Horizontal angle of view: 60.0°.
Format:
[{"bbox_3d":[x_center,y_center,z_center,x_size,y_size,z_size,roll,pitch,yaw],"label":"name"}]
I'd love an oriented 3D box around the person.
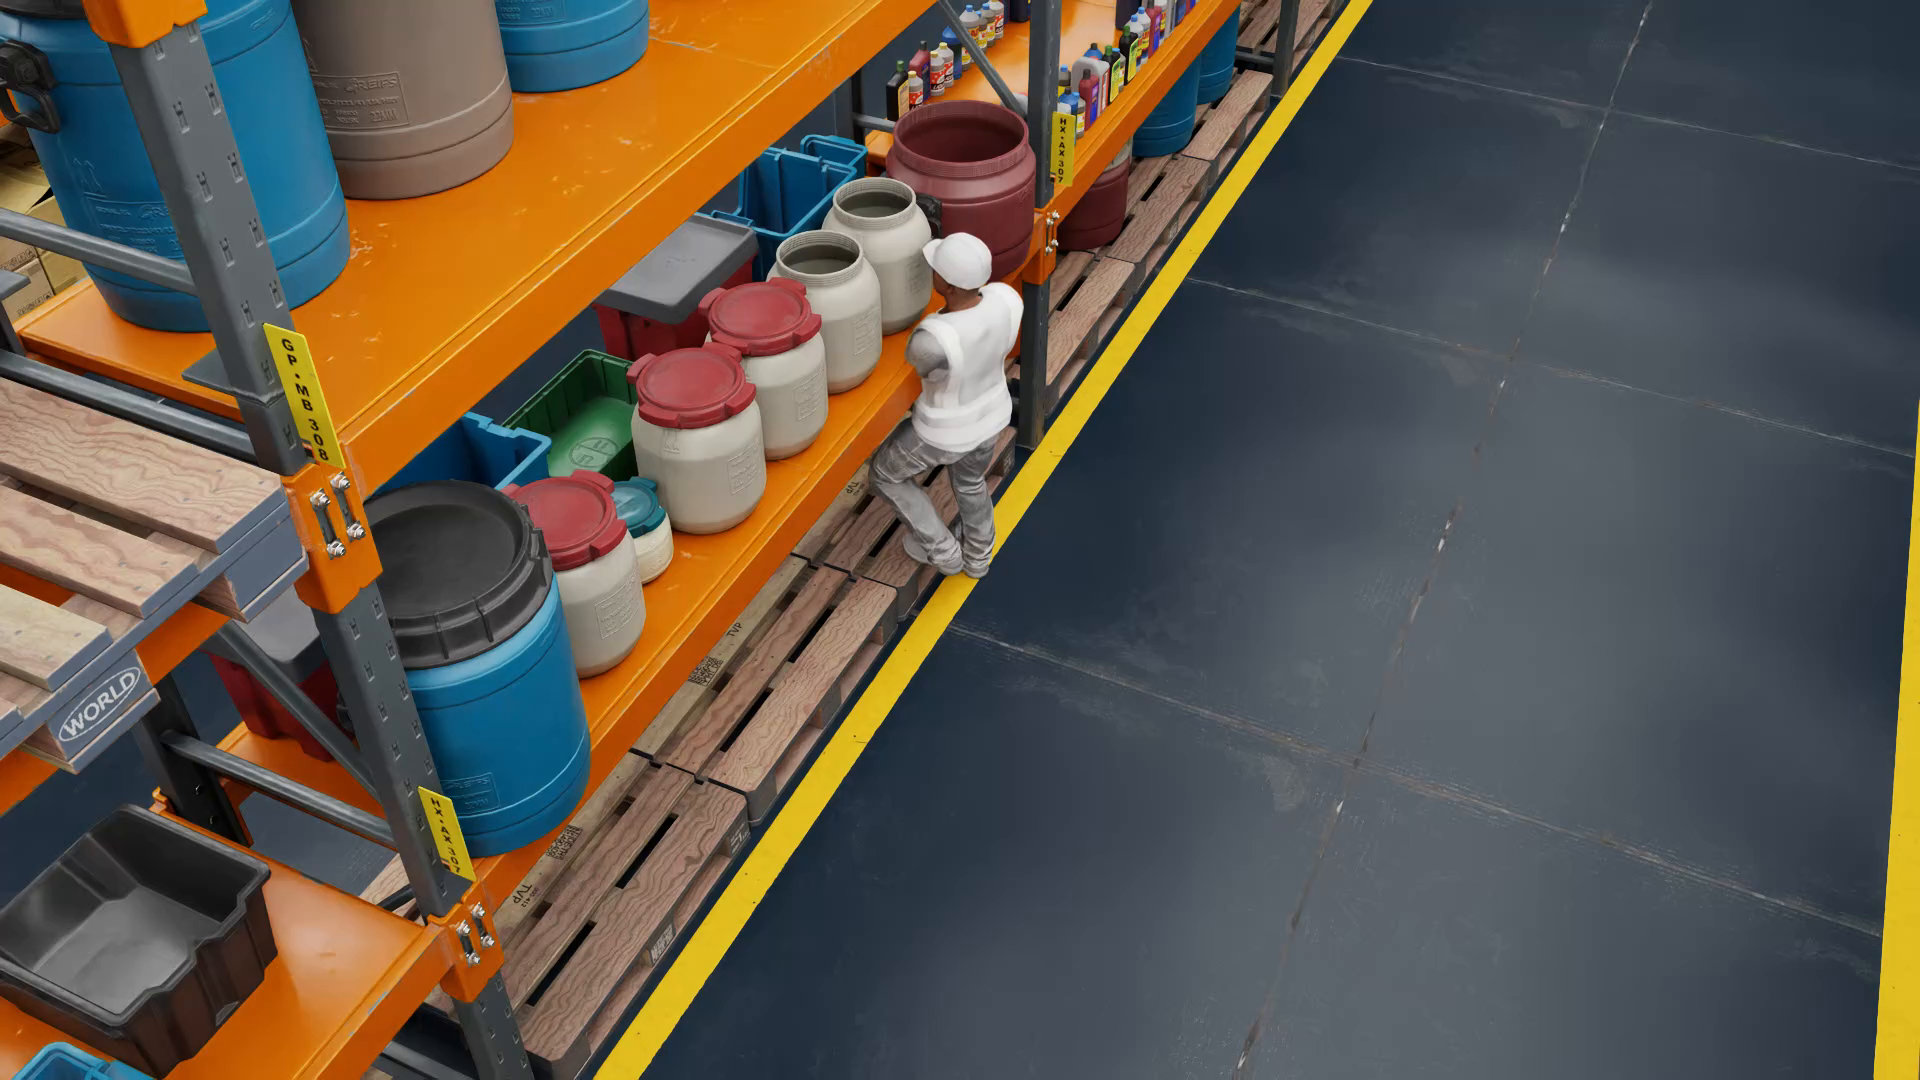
[{"bbox_3d":[-0.096,-0.508,6.718,0.576,1.780,0.480,32,51,31],"label":"person"}]
